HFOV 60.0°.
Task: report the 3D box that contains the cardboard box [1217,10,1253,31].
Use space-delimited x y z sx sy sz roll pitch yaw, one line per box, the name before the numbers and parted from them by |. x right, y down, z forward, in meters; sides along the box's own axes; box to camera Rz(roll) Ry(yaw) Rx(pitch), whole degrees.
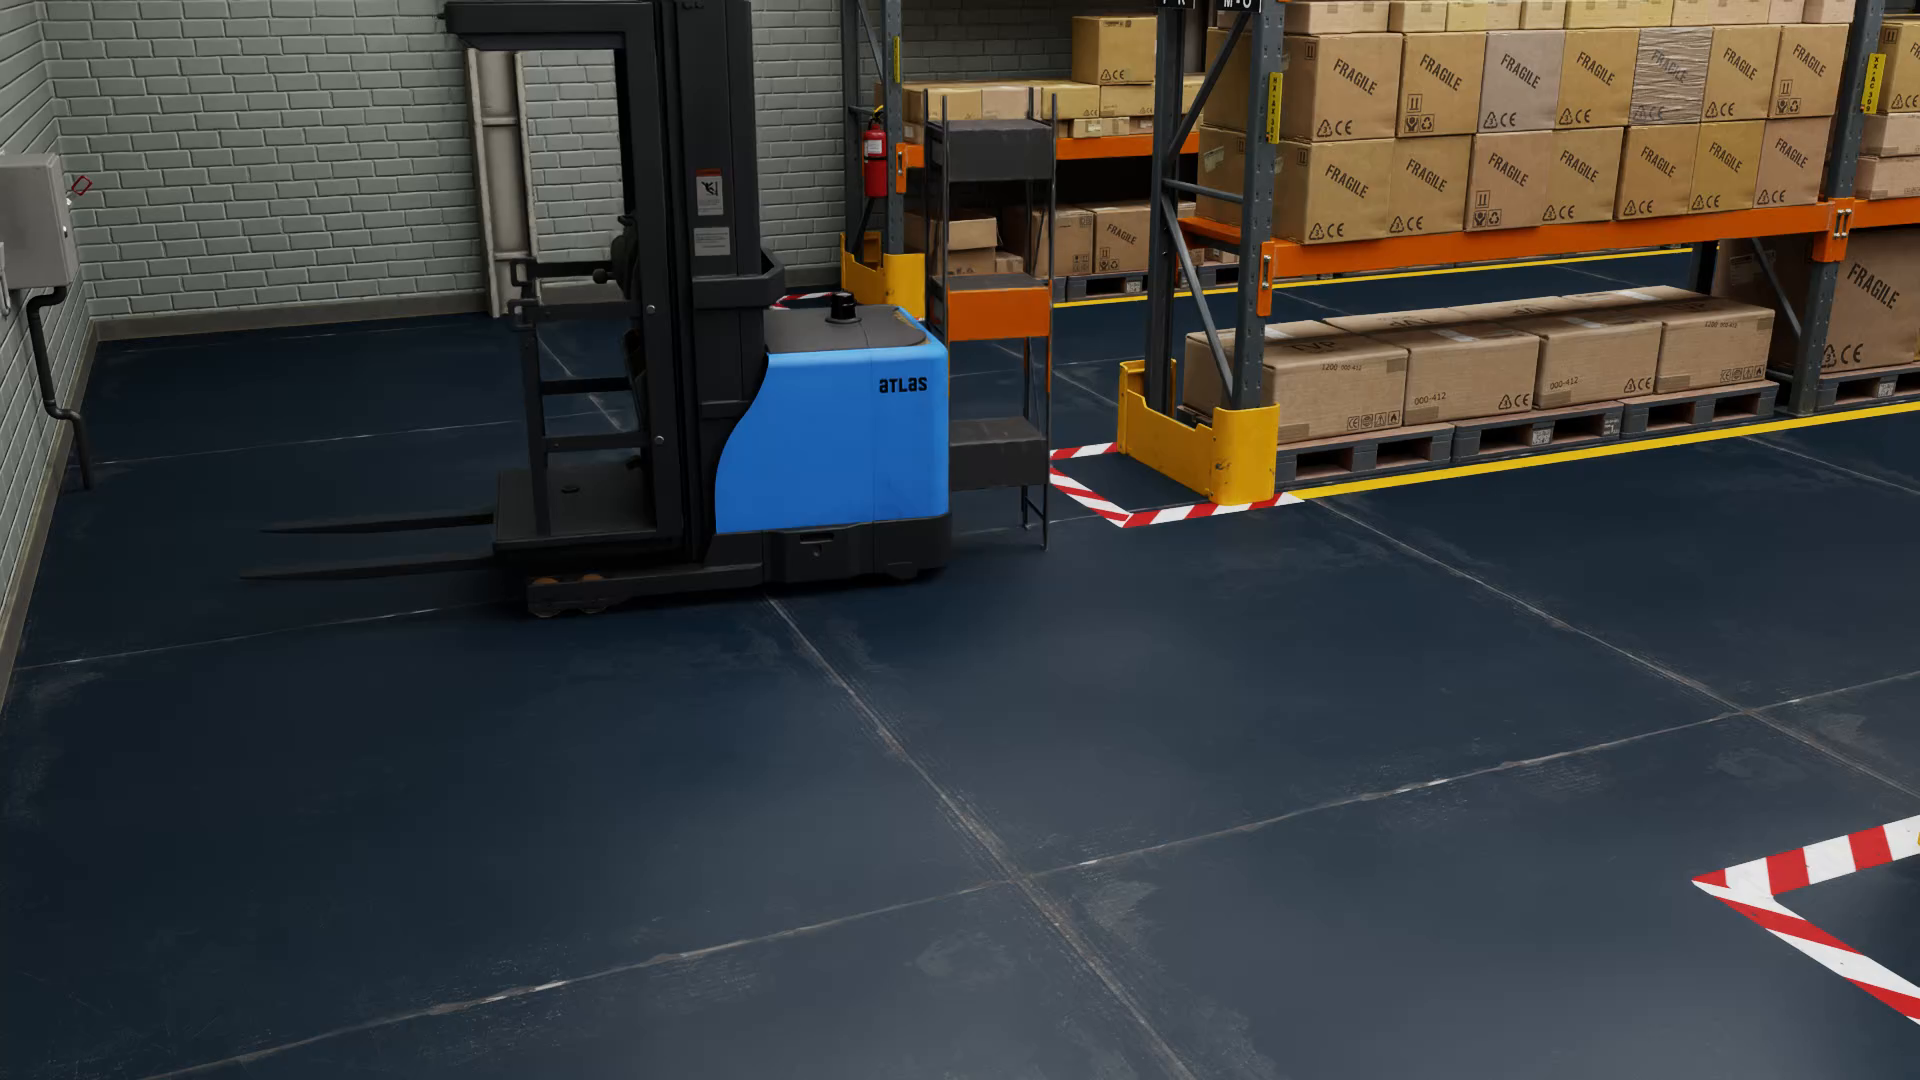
cardboard box | 1.535 -2.719 8.595 0.250 0.149 0.380 -8 21 -21

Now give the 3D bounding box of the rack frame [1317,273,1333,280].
rack frame | 2.988 -3.825 14.370 0.127 3.000 1.000 -8 21 -22

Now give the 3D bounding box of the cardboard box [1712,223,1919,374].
cardboard box | 5.496 -1.614 10.656 0.875 0.875 0.875 -7 21 -20

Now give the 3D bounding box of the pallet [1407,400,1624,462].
pallet | 3.107 -0.759 9.859 1.213 0.211 1.003 -8 21 -22

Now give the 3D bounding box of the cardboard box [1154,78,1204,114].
cardboard box | 1.700 -3.621 13.569 0.500 0.250 0.500 -8 21 -22

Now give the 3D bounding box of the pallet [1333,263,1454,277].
pallet | 3.720 -2.628 15.170 1.213 0.211 1.003 -8 21 -22

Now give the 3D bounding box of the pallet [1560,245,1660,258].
pallet | 5.961 -2.949 16.081 1.213 0.211 1.003 -8 21 -22

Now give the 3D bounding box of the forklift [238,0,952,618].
forklift | -1.612 -1.245 7.146 3.031 2.935 1.130 -5 20 -13

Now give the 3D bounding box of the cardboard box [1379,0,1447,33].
cardboard box | 2.217 -2.628 8.337 0.250 0.149 0.380 -7 21 -20

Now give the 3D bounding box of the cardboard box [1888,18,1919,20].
cardboard box | 5.932 -2.876 10.019 0.500 0.500 0.500 -8 21 -22

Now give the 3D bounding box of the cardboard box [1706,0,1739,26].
cardboard box | 4.058 -2.929 9.192 0.250 0.149 0.380 -8 21 -22

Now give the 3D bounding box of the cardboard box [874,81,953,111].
cardboard box | -0.367 -3.510 13.252 0.500 0.250 0.500 -8 21 -20

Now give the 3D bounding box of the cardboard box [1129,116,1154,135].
cardboard box | 1.372 -3.390 13.512 0.250 0.149 0.380 -8 21 -22

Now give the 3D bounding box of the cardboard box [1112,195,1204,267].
cardboard box | 1.668 -2.607 14.041 0.500 0.500 0.700 -9 21 -24

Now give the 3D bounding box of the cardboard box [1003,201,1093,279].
cardboard box | 0.715 -2.470 13.653 0.500 0.500 0.700 -7 21 -20

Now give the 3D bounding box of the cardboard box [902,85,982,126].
cardboard box | -0.161 -3.346 12.787 0.500 0.250 0.500 -8 21 -22

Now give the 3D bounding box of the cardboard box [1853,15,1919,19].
cardboard box | 5.741 -3.037 10.474 0.500 0.500 0.500 -8 21 -21

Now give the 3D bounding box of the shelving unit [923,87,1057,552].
shelving unit | 0.128 -0.979 7.642 0.503 2.100 0.431 -5 20 -13

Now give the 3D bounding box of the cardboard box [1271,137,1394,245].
cardboard box | 1.840 -1.809 8.492 0.500 0.500 0.500 -8 21 -22

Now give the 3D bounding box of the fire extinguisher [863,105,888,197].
fire extinguisher | -0.636 -2.926 12.495 0.183 0.674 0.296 -8 21 -22

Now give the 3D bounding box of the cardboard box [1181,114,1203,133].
cardboard box | 1.861 -3.437 13.645 0.250 0.149 0.380 -8 21 -23

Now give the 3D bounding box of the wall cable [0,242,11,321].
wall cable | -4.456 -1.947 7.506 0.122 1.984 0.588 -8 21 -22

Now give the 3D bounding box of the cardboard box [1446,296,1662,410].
cardboard box | 3.517 -1.134 9.951 0.875 0.438 0.875 -9 21 -24

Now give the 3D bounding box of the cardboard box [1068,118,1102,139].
cardboard box | 0.929 -3.294 13.240 0.250 0.149 0.380 -9 21 -23

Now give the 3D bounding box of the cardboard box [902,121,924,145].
cardboard box | -0.274 -3.140 12.802 0.250 0.149 0.380 -8 21 -22

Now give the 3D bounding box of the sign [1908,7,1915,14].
sign | 10.113 -5.492 17.682 0.005 0.325 0.100 -8 21 -22

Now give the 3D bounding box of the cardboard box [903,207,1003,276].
cardboard box | -0.085 -2.371 13.367 0.637 0.503 0.797 -9 21 -24

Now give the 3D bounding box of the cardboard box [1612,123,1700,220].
cardboard box | 3.707 -2.080 9.263 0.500 0.500 0.500 -8 21 -23

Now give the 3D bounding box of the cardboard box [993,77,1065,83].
cardboard box | 0.563 -3.641 13.625 0.500 0.250 0.500 -7 21 -20

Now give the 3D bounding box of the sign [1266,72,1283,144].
sign | 1.500 -2.062 7.938 0.005 0.325 0.100 -8 21 -22

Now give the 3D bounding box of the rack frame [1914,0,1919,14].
rack frame | 10.334 -4.878 17.359 0.127 3.000 1.000 -8 21 -22

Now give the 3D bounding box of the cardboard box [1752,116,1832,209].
cardboard box | 4.633 -2.220 9.661 0.500 0.500 0.500 -8 21 -21

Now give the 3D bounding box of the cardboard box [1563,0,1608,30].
cardboard box | 3.161 -2.764 8.723 0.250 0.149 0.380 -9 21 -23

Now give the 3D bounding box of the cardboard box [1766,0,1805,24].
cardboard box | 4.516 -2.998 9.387 0.250 0.149 0.380 -8 21 -21

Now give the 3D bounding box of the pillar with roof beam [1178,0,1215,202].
pillar with roof beam | 3.697 -5.525 10.165 0.400 9.000 9.100 -8 21 -22

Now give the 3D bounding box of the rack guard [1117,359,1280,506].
rack guard | 1.263 -0.604 8.984 0.348 0.500 1.175 -8 21 -22

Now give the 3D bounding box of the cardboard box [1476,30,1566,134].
cardboard box | 2.780 -2.421 8.726 0.500 0.500 0.500 -8 21 -22

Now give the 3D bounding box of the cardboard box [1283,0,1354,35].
cardboard box | 1.721 -2.573 8.180 0.250 0.149 0.380 -8 21 -21

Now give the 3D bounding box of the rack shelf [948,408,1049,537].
rack shelf | 0.128 -0.306 7.879 0.480 0.518 0.431 -5 20 -13

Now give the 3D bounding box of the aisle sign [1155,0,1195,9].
aisle sign | 1.096 -3.097 8.388 0.004 0.787 0.394 -8 21 -22

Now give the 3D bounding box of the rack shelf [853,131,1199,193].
rack shelf | 1.152 -3.223 13.742 4.000 0.370 1.077 -8 21 -22

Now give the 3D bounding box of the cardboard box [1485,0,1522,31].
cardboard box | 2.672 -2.719 8.595 0.250 0.149 0.380 -8 21 -21

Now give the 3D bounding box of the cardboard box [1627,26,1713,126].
cardboard box | 3.701 -2.551 9.093 0.500 0.500 0.500 -8 21 -21

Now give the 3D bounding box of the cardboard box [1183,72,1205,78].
cardboard box | 1.969 -3.844 14.201 0.500 0.250 0.500 -8 21 -22

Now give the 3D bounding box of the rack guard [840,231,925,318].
rack guard | -0.615 -2.130 13.319 0.348 0.500 1.175 -8 21 -22

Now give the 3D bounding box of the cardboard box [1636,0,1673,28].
cardboard box | 3.602 -2.850 8.968 0.250 0.149 0.380 -9 21 -23

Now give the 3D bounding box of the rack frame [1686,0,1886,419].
rack frame | 4.958 -2.312 10.072 0.127 3.000 1.000 -8 21 -22

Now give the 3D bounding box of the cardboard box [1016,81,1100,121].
cardboard box | 0.766 -3.480 13.168 0.500 0.250 0.500 -9 21 -23

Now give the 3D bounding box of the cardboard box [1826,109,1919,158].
cardboard box | 5.474 -2.449 9.934 0.500 0.250 0.500 -9 21 -23

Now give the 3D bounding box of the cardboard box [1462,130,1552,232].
cardboard box | 2.767 -1.945 8.879 0.500 0.500 0.500 -8 21 -22

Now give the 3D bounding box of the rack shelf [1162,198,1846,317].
rack shelf | 3.122 -1.710 9.444 4.000 0.370 1.077 -8 21 -22

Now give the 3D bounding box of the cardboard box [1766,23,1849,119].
cardboard box | 4.634 -2.685 9.474 0.500 0.500 0.500 -8 21 -22

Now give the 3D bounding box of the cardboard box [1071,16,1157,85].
cardboard box | 1.216 -3.897 13.223 0.500 0.500 0.500 -8 21 -21

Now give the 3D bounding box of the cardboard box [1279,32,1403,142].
cardboard box | 1.839 -2.281 8.328 0.500 0.500 0.500 -9 21 -23

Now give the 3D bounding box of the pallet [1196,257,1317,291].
pallet | 2.357 -2.420 14.577 1.213 0.211 1.003 -8 21 -22

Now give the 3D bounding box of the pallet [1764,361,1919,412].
pallet | 5.637 -1.121 10.889 1.213 0.211 1.003 -8 21 -22

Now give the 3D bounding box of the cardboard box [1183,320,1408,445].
cardboard box | 1.852 -0.893 9.267 0.875 0.438 0.875 -9 21 -24

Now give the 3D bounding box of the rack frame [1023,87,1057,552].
rack frame | 0.365 -0.999 7.697 0.015 2.100 0.400 -5 20 -13

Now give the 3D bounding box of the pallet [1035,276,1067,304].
pallet | 0.117 -2.099 13.666 1.213 0.211 1.003 -8 21 -22
